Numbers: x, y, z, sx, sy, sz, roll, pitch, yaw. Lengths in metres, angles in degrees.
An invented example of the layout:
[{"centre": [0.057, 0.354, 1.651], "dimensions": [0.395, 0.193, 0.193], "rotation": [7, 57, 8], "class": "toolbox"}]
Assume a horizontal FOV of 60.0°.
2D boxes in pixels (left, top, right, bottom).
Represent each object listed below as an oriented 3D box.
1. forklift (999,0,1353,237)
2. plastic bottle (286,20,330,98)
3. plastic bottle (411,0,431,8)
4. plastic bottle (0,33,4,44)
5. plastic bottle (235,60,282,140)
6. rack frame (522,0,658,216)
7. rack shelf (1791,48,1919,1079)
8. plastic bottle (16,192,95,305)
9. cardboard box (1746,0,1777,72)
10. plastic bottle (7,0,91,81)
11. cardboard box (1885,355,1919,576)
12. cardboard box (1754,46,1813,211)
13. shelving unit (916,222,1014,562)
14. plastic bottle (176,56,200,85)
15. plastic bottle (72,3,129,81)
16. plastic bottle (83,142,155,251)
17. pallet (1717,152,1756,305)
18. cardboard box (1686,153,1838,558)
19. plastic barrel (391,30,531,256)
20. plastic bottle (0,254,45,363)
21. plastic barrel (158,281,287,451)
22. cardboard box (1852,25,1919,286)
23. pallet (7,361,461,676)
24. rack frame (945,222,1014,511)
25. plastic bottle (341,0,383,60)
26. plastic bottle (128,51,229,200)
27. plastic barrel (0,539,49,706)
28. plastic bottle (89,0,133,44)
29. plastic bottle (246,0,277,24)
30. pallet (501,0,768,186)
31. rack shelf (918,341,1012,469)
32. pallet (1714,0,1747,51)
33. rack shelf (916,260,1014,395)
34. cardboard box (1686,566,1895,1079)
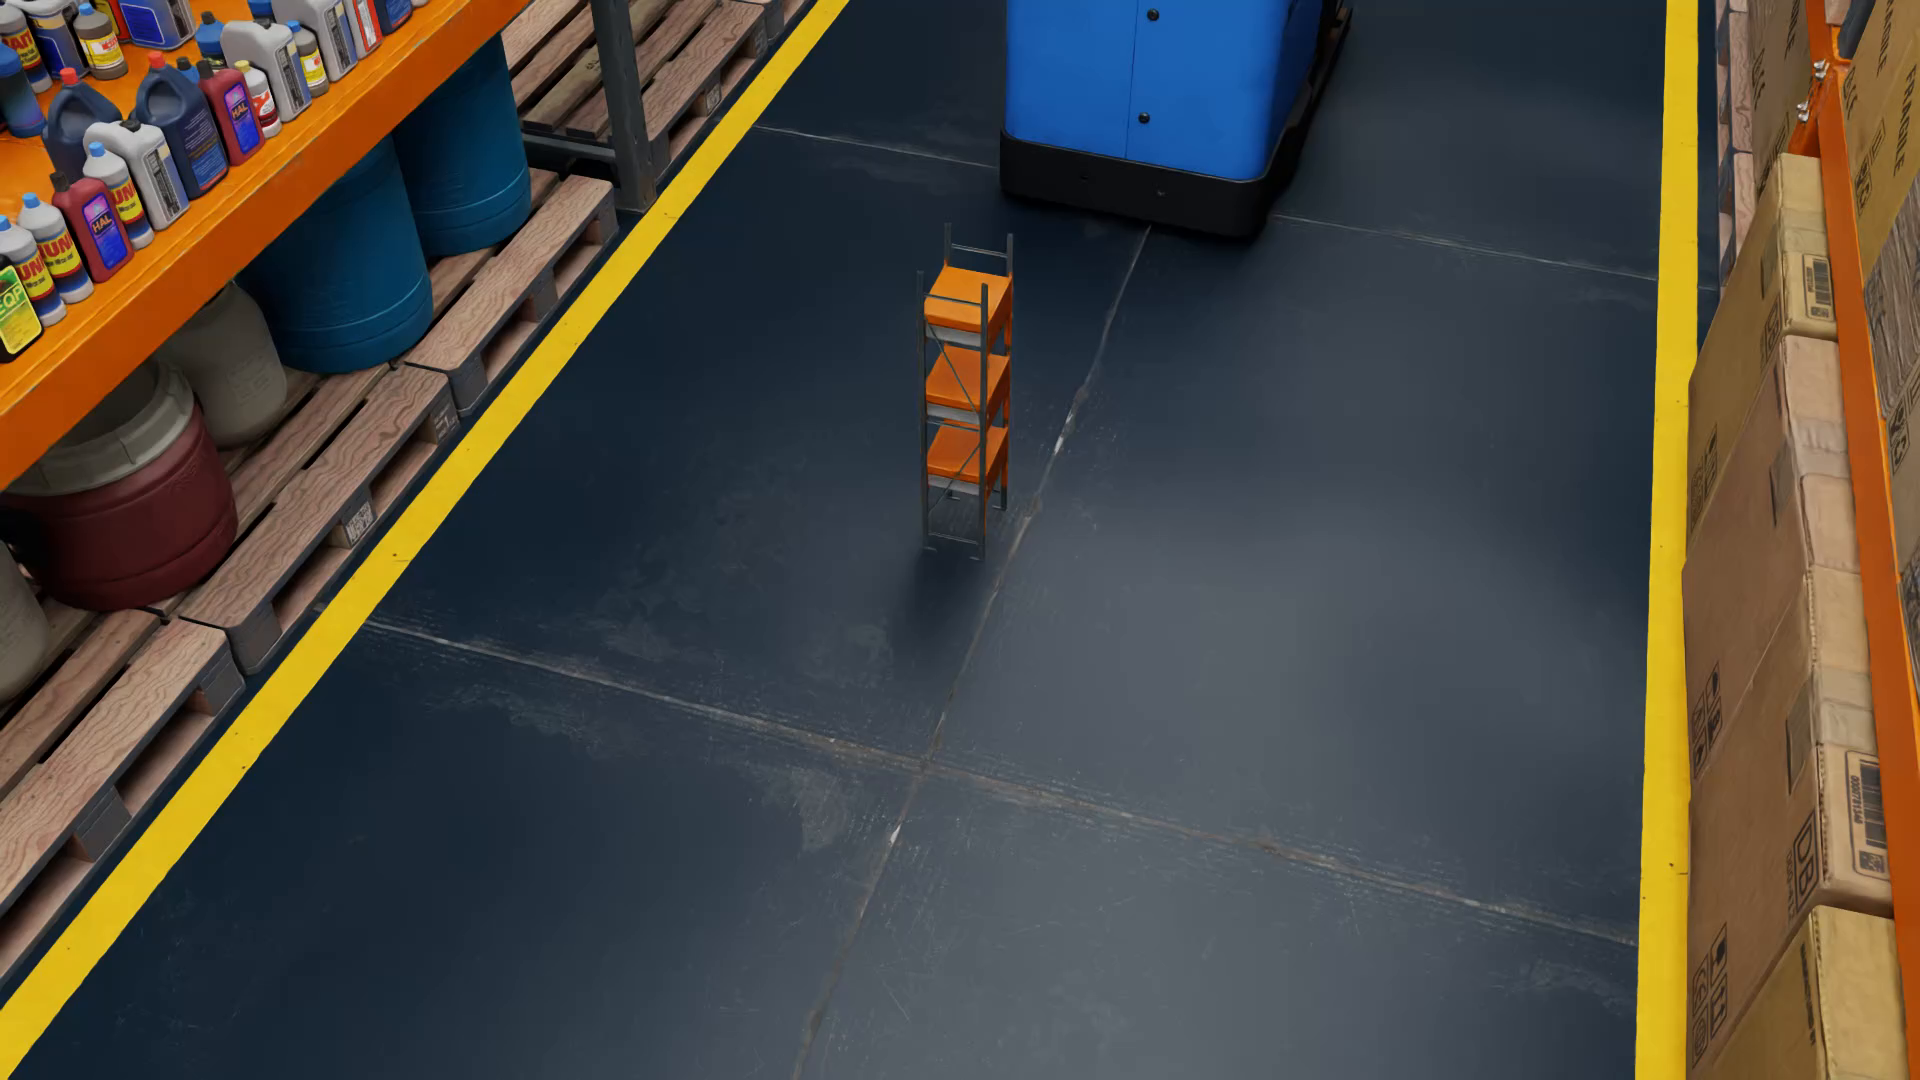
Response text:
[{"centre": [1.134, -3.249, 6.475], "dimensions": [1.130, 2.935, 3.031], "rotation": [14, 46, 14], "class": "forklift"}, {"centre": [-1.826, -1.341, 4.618], "dimensions": [0.097, 0.201, 0.097], "rotation": [0, 44, 0], "class": "plastic bottle"}, {"centre": [-1.668, -1.796, 4.976], "dimensions": [0.144, 0.351, 0.185], "rotation": [13, 46, 13], "class": "plastic bottle"}, {"centre": [-2.646, -1.314, 4.540], "dimensions": [0.097, 0.271, 0.097], "rotation": [0, 44, 0], "class": "plastic bottle"}, {"centre": [-1.896, -1.186, 4.460], "dimensions": [0.097, 0.201, 0.097], "rotation": [0, 44, 0], "class": "plastic bottle"}, {"centre": [-1.701, -2.496, 5.656], "dimensions": [1.000, 3.000, 0.127], "rotation": [13, 46, 13], "class": "rack frame"}, {"centre": [2.413, 0.144, 3.473], "dimensions": [1.077, 0.370, 4.000], "rotation": [13, 46, 13], "class": "rack shelf"}, {"centre": [-2.133, -0.691, 3.903], "dimensions": [0.097, 0.271, 0.097], "rotation": [0, 44, 0], "class": "plastic bottle"}, {"centre": [3.837, -2.453, 6.831], "dimensions": [0.875, 0.875, 0.875], "rotation": [13, 46, 13], "class": "cardboard box"}, {"centre": [-2.555, -1.452, 4.678], "dimensions": [0.152, 0.276, 0.135], "rotation": [13, 46, 13], "class": "plastic bottle"}, {"centre": [2.187, -0.214, 3.253], "dimensions": [0.500, 0.500, 0.500], "rotation": [13, 46, 13], "class": "cardboard box"}, {"centre": [3.295, -1.260, 5.612], "dimensions": [0.875, 0.875, 0.875], "rotation": [13, 46, 13], "class": "cardboard box"}, {"centre": [0.016, -0.411, 4.919], "dimensions": [0.215, 1.050, 0.252], "rotation": [13, 46, 12], "class": "shelving unit"}, {"centre": [-1.994, -1.135, 4.358], "dimensions": [0.097, 0.271, 0.097], "rotation": [0, 44, 0], "class": "plastic bottle"}, {"centre": [-2.431, -1.411, 4.689], "dimensions": [0.097, 0.201, 0.097], "rotation": [0, 44, 0], "class": "plastic bottle"}, {"centre": [-2.063, -0.845, 4.061], "dimensions": [0.097, 0.271, 0.097], "rotation": [0, 44, 0], "class": "plastic bottle"}, {"centre": [3.324, -0.940, 6.060], "dimensions": [1.003, 0.211, 1.213], "rotation": [13, 46, 13], "class": "pallet"}, {"centre": [2.844, -0.406, 4.740], "dimensions": [1.225, 0.875, 0.875], "rotation": [13, 46, 13], "class": "cardboard box"}, {"centre": [-1.882, -1.537, 5.876], "dimensions": [0.600, 0.901, 0.708], "rotation": [13, 46, 13], "class": "plastic barrel"}, {"centre": [-2.180, -0.550, 3.750], "dimensions": [0.061, 0.283, 0.133], "rotation": [13, 46, 13], "class": "plastic bottle"}, {"centre": [-2.353, -0.568, 5.164], "dimensions": [0.421, 0.512, 0.421], "rotation": [0, 44, 0], "class": "plastic barrel"}, {"centre": [2.490, -0.893, 3.947], "dimensions": [0.500, 0.500, 0.500], "rotation": [13, 46, 13], "class": "cardboard box"}, {"centre": [-2.342, -0.178, 5.281], "dimensions": [1.003, 0.211, 1.213], "rotation": [13, 46, 13], "class": "pallet"}, {"centre": [0.053, -0.492, 5.002], "dimensions": [0.200, 1.050, 0.008], "rotation": [13, 46, 12], "class": "rack frame"}, {"centre": [-1.776, -1.541, 4.768], "dimensions": [0.152, 0.276, 0.135], "rotation": [13, 46, 13], "class": "plastic bottle"}, {"centre": [-2.002, -1.062, 4.226], "dimensions": [0.144, 0.351, 0.185], "rotation": [13, 46, 13], "class": "plastic bottle"}, {"centre": [-2.695, 0.185, 4.395], "dimensions": [0.421, 0.512, 0.421], "rotation": [0, 44, 0], "class": "plastic barrel"}, {"centre": [-2.485, -1.606, 4.836], "dimensions": [0.152, 0.276, 0.135], "rotation": [13, 46, 13], "class": "plastic bottle"}, {"centre": [-1.941, -1.463, 4.693], "dimensions": [0.097, 0.271, 0.097], "rotation": [0, 44, 0], "class": "plastic bottle"}, {"centre": [-1.516, -1.997, 7.140], "dimensions": [1.003, 0.211, 1.213], "rotation": [13, 46, 13], "class": "pallet"}, {"centre": [0.016, -0.403, 4.927], "dimensions": [0.215, 0.259, 0.240], "rotation": [13, 46, 12], "class": "rack shelf"}, {"centre": [4.063, -2.567, 7.722], "dimensions": [1.003, 0.211, 1.213], "rotation": [13, 46, 13], "class": "pallet"}, {"centre": [0.016, -0.606, 4.728], "dimensions": [0.215, 0.259, 0.240], "rotation": [13, 46, 12], "class": "rack shelf"}, {"centre": [2.314, 0.781, 3.526], "dimensions": [1.225, 0.875, 0.875], "rotation": [13, 46, 13], "class": "cardboard box"}]
